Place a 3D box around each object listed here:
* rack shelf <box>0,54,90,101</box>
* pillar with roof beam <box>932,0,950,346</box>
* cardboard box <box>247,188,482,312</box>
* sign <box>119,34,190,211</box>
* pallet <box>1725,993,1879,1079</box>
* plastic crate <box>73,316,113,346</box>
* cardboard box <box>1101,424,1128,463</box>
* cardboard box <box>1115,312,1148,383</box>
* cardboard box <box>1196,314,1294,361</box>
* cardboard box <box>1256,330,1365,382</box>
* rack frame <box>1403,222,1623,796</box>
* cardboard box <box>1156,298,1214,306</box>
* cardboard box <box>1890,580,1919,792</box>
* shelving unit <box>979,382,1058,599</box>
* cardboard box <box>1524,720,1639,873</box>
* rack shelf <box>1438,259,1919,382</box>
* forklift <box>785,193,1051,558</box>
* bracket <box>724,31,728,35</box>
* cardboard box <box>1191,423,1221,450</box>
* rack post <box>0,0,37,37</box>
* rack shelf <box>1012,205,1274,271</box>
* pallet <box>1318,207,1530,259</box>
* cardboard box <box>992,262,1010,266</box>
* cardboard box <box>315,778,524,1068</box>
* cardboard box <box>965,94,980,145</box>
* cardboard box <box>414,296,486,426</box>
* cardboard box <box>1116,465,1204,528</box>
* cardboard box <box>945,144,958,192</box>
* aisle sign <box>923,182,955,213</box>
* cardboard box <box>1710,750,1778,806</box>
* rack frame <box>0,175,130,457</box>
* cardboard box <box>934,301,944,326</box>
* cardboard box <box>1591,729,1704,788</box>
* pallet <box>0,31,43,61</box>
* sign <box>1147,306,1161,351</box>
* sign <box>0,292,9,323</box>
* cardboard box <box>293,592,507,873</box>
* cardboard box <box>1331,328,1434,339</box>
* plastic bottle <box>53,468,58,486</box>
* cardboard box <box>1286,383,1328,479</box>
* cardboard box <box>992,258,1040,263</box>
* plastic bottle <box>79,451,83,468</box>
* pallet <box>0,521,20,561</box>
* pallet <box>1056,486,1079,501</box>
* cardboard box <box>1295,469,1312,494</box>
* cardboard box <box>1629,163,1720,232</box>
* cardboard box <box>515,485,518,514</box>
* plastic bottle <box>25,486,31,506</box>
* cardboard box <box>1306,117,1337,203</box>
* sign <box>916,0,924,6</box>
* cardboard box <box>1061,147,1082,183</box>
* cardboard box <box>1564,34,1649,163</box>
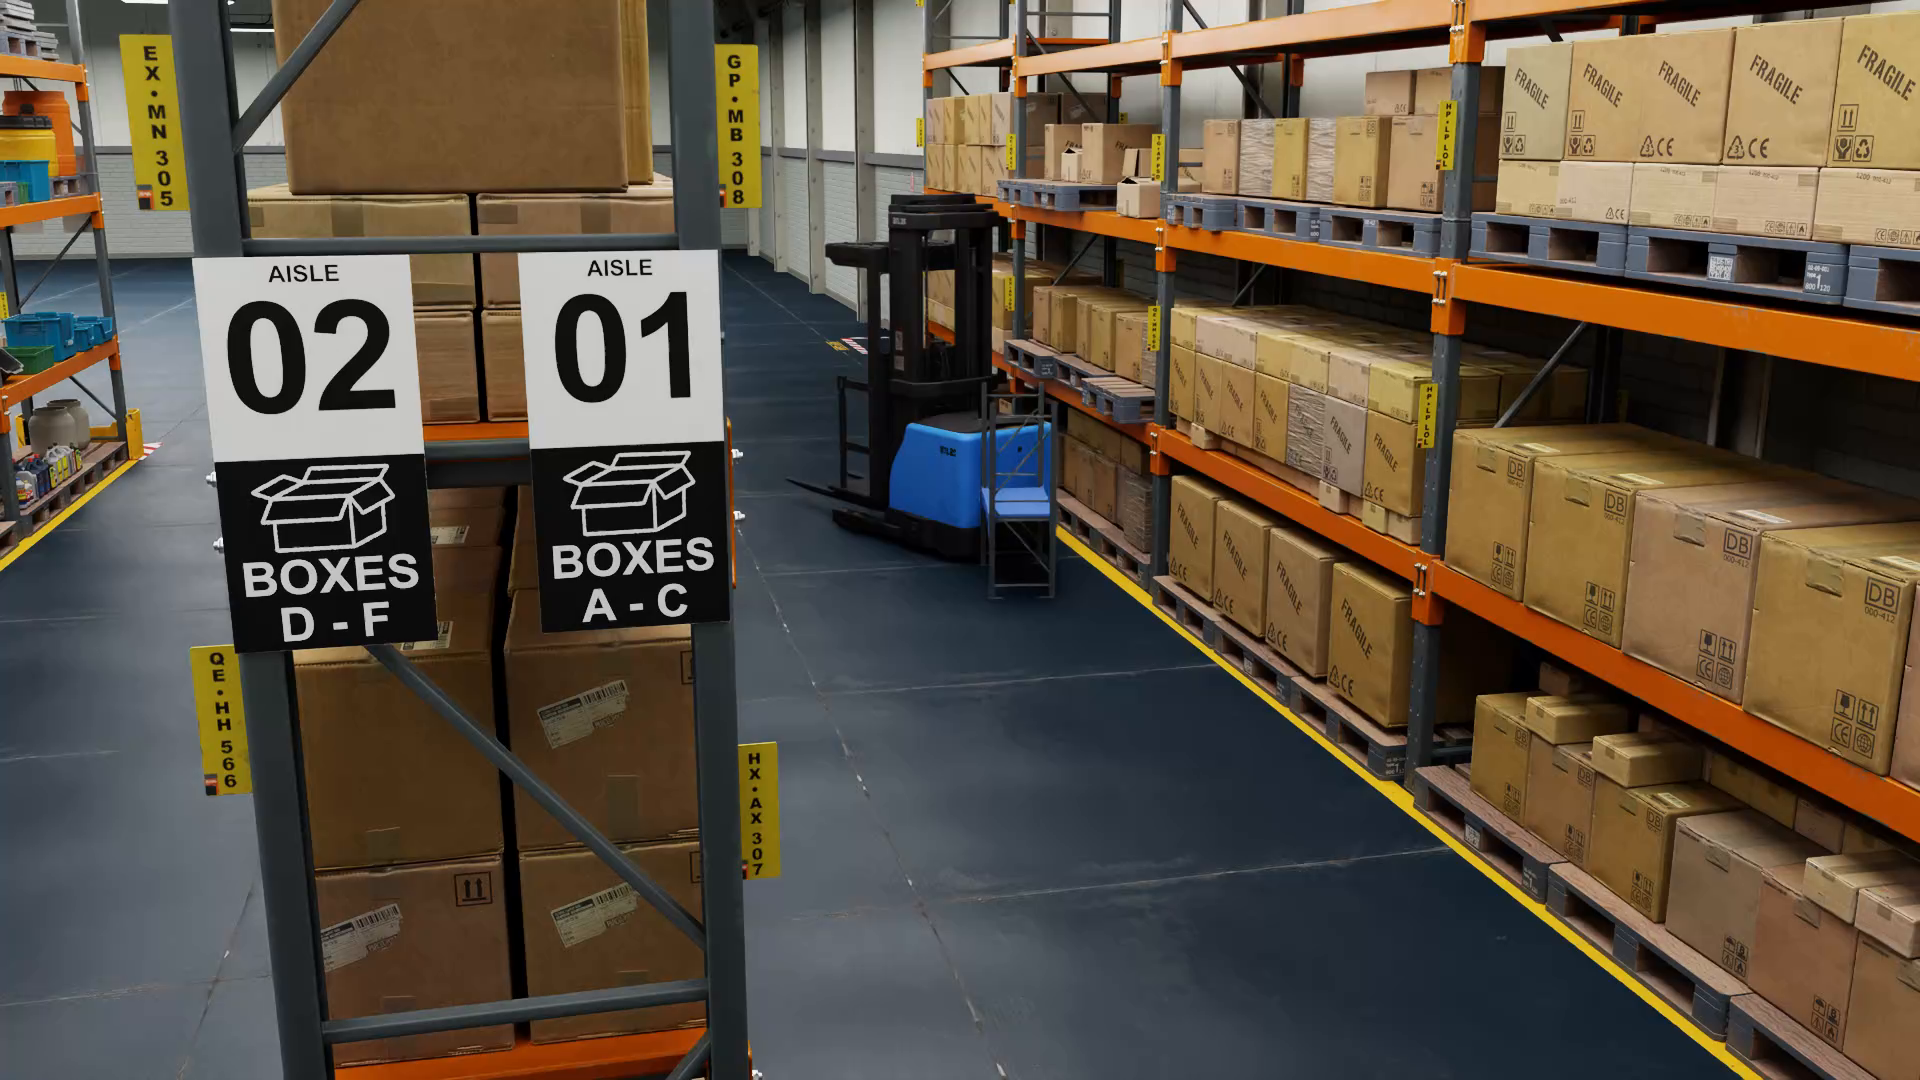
[{"bbox_3d":[-9.091,-4.259,15.258,1.077,0.370,4.000,-3,14,-13],"label":"rack shelf"},{"bbox_3d":[-4.519,-6.847,23.493,9.100,9.000,0.400,-3,14,-13],"label":"pillar with roof beam"},{"bbox_3d":[-1.356,-0.666,3.773,0.500,0.250,0.500,-3,14,-13],"label":"cardboard box"},{"bbox_3d":[-1.532,-0.795,3.175,0.100,0.325,0.005,-3,14,-13],"label":"sign"},{"bbox_3d":[3.563,1.963,5.946,1.003,0.211,1.213,-3,14,-13],"label":"pallet"},{"bbox_3d":[-9.152,-2.179,17.339,0.499,0.251,0.616,-3,14,-13],"label":"plastic crate"},{"bbox_3d":[1.530,-0.837,14.292,0.500,0.250,0.500,-3,14,-13],"label":"cardboard box"},{"bbox_3d":[1.670,-1.554,13.331,0.700,0.500,0.500,-5,14,-18],"label":"cardboard box"},{"bbox_3d":[1.931,-1.381,11.298,0.500,0.250,0.500,-3,14,-14],"label":"cardboard box"},{"bbox_3d":[2.178,-1.148,10.346,0.500,0.250,0.500,-4,14,-14],"label":"cardboard box"},{"bbox_3d":[2.887,-0.134,8.655,1.000,3.000,0.127,-3,14,-13],"label":"rack frame"},{"bbox_3d":[1.748,-1.785,12.910,0.380,0.149,0.250,-6,15,-23],"label":"cardboard box"},{"bbox_3d":[3.697,0.526,5.321,0.980,0.700,0.700,-3,14,-11],"label":"cardboard box"},{"bbox_3d":[0.445,-0.406,12.928,0.538,1.500,1.048,-1,14,-3],"label":"shelving unit"},{"bbox_3d":[3.078,1.171,7.697,0.700,0.500,0.500,-3,14,-14],"label":"cardboard box"},{"bbox_3d":[3.357,-0.780,6.495,1.077,0.370,4.000,-3,14,-13],"label":"rack shelf"},{"bbox_3d":[-0.483,-1.565,14.659,1.130,2.935,3.031,-10,17,-37],"label":"forklift"},{"bbox_3d":[-6.832,-14.859,48.702,0.076,0.066,3.189,-3,14,-13],"label":"bracket"},{"bbox_3d":[1.831,-0.731,11.585,0.380,0.149,0.250,-3,14,-11],"label":"cardboard box"},{"bbox_3d":[-9.075,-4.782,15.200,0.937,0.300,0.954,-4,14,-14],"label":"rack post"},{"bbox_3d":[1.478,-2.626,14.050,1.077,0.370,4.000,-3,14,-13],"label":"rack shelf"},{"bbox_3d":[2.624,-1.707,9.176,0.805,0.209,1.217,-4,14,-15],"label":"pallet"},{"bbox_3d":[0.243,-2.724,17.950,0.500,0.500,0.500,-3,14,-11],"label":"cardboard box"},{"bbox_3d":[-1.357,0.929,4.093,0.500,0.500,0.500,-3,14,-11],"label":"cardboard box"},{"bbox_3d":[0.355,-4.327,17.137,0.500,0.500,0.500,-4,14,-15],"label":"cardboard box"},{"bbox_3d":[-1.364,-0.422,3.831,0.500,0.250,0.500,-3,14,-13],"label":"cardboard box"},{"bbox_3d":[1.720,-0.345,13.857,0.700,0.500,0.500,-3,14,-13],"label":"cardboard box"},{"bbox_3d":[0.122,-4.081,18.238,0.500,0.500,0.500,-3,14,-11],"label":"cardboard box"},{"bbox_3d":[-0.239,-4.165,19.677,0.394,0.787,0.004,-3,14,-13],"label":"aisle sign"},{"bbox_3d":[3.430,0.995,7.049,0.380,0.149,0.250,-4,14,-14],"label":"cardboard box"},{"bbox_3d":[-9.561,-2.350,17.725,1.000,3.000,0.127,-3,14,-13],"label":"rack frame"},{"bbox_3d":[0.011,-2.590,18.981,0.500,0.250,0.500,-4,14,-15],"label":"cardboard box"},{"bbox_3d":[2.989,0.949,7.237,0.380,0.149,0.250,-4,14,-15],"label":"cardboard box"},{"bbox_3d":[-9.132,-4.526,15.233,1.003,0.211,1.213,-3,14,-13],"label":"pallet"},{"bbox_3d":[1.423,-1.548,12.171,0.100,0.325,0.005,-3,14,-13],"label":"sign"},{"bbox_3d":[-10.097,-2.455,17.571,0.100,0.325,0.005,-3,14,-13],"label":"sign"},{"bbox_3d":[-1.359,0.444,3.971,0.500,0.500,0.500,-3,14,-14],"label":"cardboard box"},{"bbox_3d":[2.662,-1.178,10.468,0.500,0.250,0.500,-4,14,-15],"label":"cardboard box"},{"bbox_3d":[-8.496,-0.601,15.536,0.097,0.201,0.097,0,14,0],"label":"plastic bottle"},{"bbox_3d":[2.295,-0.663,9.939,0.500,0.500,0.500,-3,14,-13],"label":"cardboard box"},{"bbox_3d":[0.621,-2.871,18.551,0.500,0.500,0.500,-4,14,-15],"label":"cardboard box"},{"bbox_3d":[-8.703,-0.805,16.371,0.097,0.201,0.097,0,14,0],"label":"plastic bottle"},{"bbox_3d":[-8.399,0.106,13.547,1.003,0.211,1.213,-3,14,-13],"label":"pallet"},{"bbox_3d":[1.193,-0.445,15.805,1.003,0.211,1.213,-3,14,-13],"label":"pallet"},{"bbox_3d":[2.277,-0.379,10.146,0.380,0.149,0.250,-4,14,-15],"label":"cardboard box"},{"bbox_3d":[3.027,-1.360,6.575,0.500,0.250,0.500,-4,14,-15],"label":"cardboard box"},{"bbox_3d":[-2.090,-0.267,6.881,0.500,0.500,0.500,-3,14,-12],"label":"cardboard box"},{"bbox_3d":[-8.294,-0.403,14.725,0.097,0.201,0.097,0,14,0],"label":"plastic bottle"},{"bbox_3d":[2.539,-2.306,10.089,0.700,0.500,0.500,-3,14,-13],"label":"cardboard box"},{"bbox_3d":[-0.458,-6.278,19.030,0.100,0.325,0.005,-3,14,-13],"label":"sign"},{"bbox_3d":[1.204,-3.325,14.697,0.500,0.311,0.500,-3,14,-11],"label":"cardboard box"},{"bbox_3d":[2.909,-1.837,6.945,0.500,0.500,0.500,-4,14,-14],"label":"cardboard box"}]
